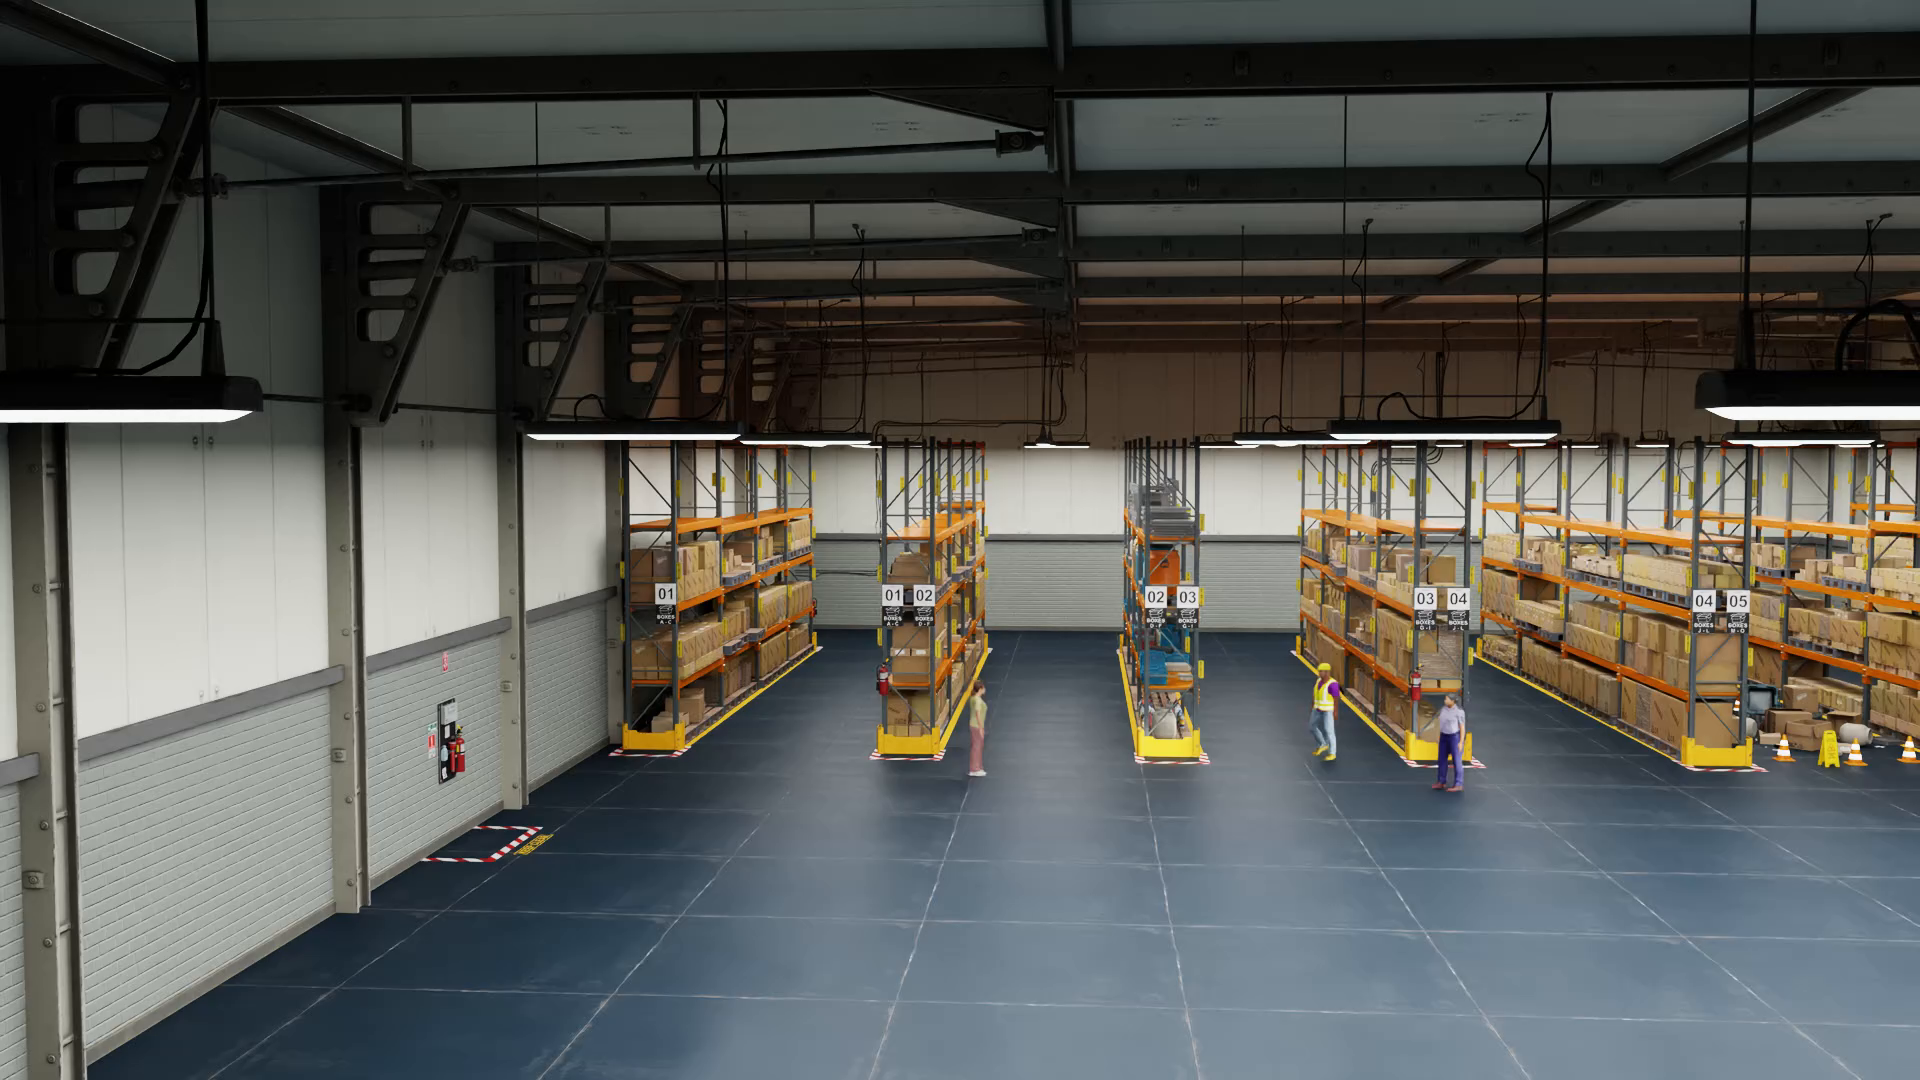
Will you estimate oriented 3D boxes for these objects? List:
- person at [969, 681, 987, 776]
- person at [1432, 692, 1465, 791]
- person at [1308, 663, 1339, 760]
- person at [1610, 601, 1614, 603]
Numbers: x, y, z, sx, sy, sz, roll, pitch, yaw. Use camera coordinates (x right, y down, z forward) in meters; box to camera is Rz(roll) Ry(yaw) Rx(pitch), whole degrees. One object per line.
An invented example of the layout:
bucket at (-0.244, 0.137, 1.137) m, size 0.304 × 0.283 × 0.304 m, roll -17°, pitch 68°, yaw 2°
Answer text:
person at (0.346, 3.343, 29.341) m, size 0.381 × 1.716 × 0.527 m, roll 0°, pitch 3°, yaw -8°
person at (8.246, 3.388, 28.039) m, size 0.428 × 1.651 × 0.532 m, roll -2°, pitch 4°, yaw -34°
person at (6.779, 3.167, 30.921) m, size 0.423 × 1.775 × 0.609 m, roll -2°, pitch 4°, yaw -33°
person at (17.030, 2.501, 43.615) m, size 0.632 × 1.821 × 0.551 m, roll -1°, pitch 3°, yaw -13°
